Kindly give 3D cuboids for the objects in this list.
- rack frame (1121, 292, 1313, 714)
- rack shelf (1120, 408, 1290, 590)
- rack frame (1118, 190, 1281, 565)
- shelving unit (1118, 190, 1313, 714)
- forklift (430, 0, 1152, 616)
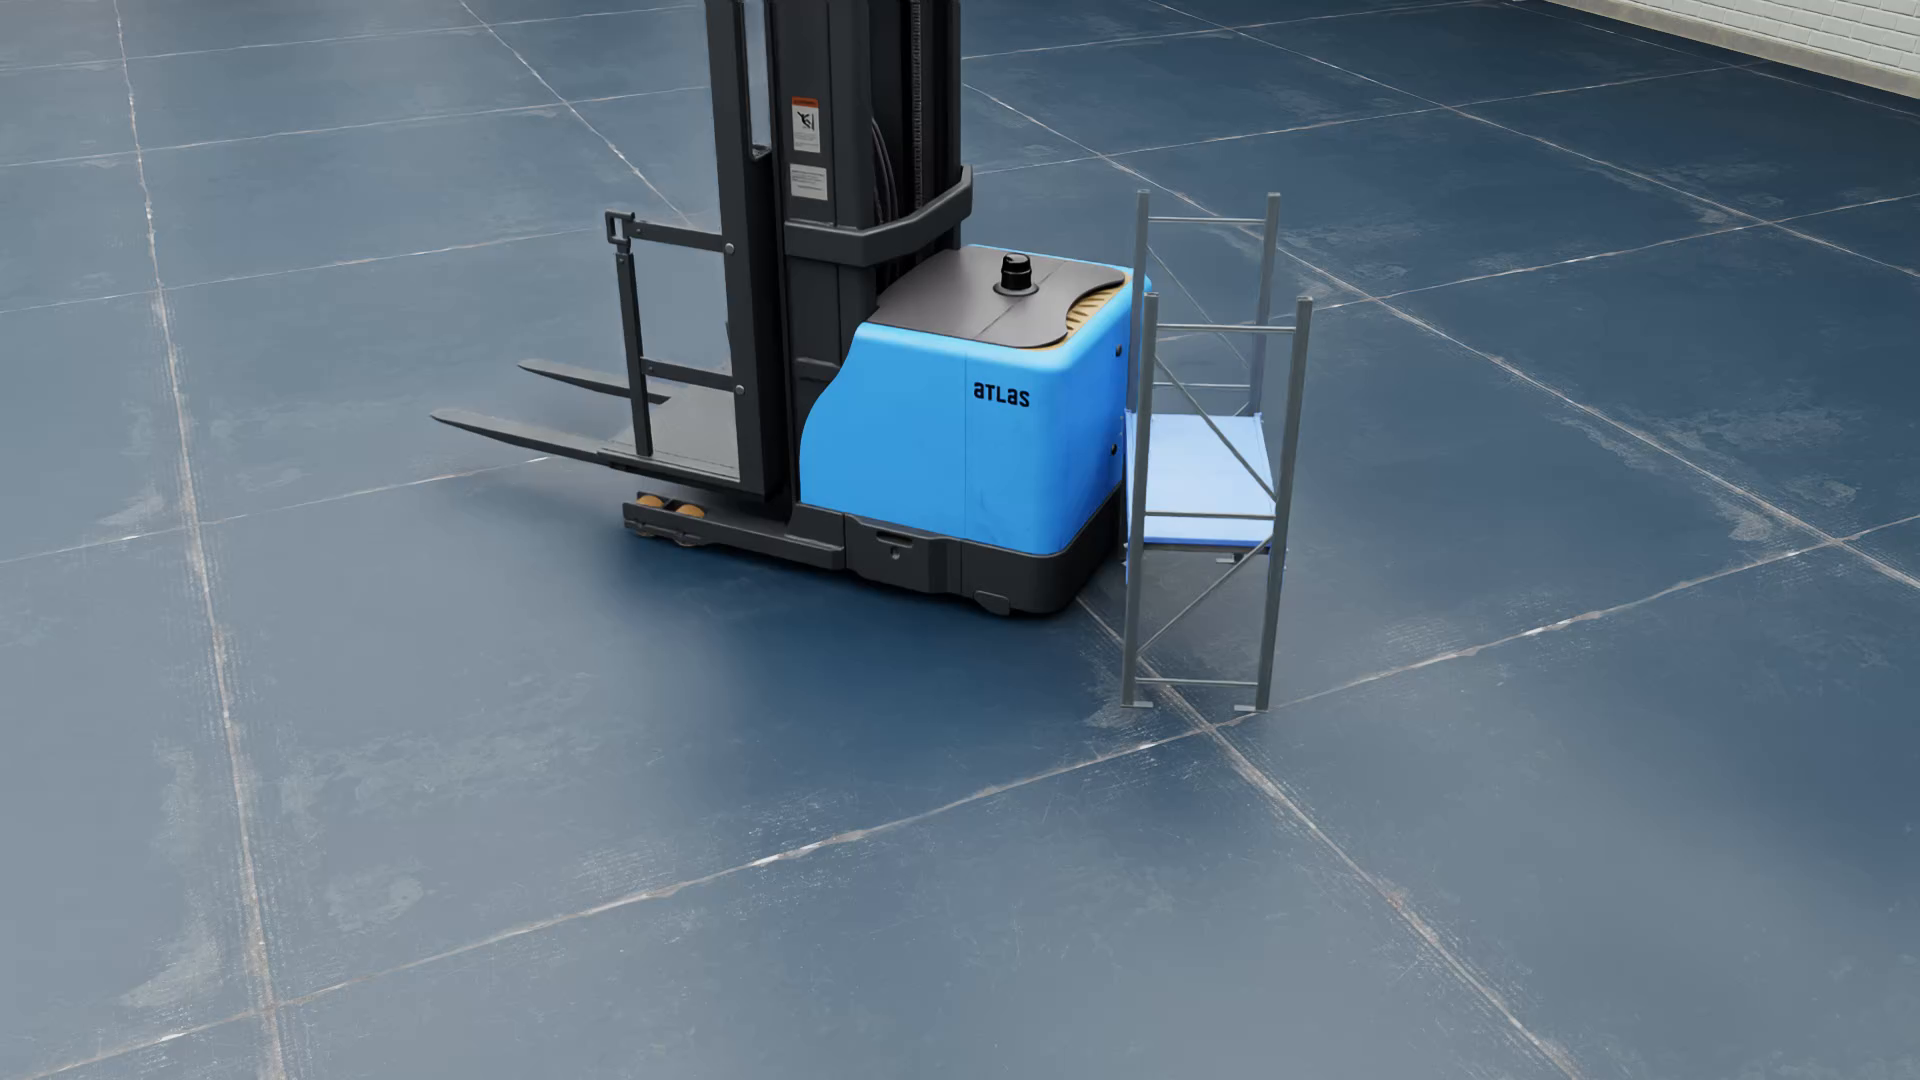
[{"bbox_3d":[0.804,-0.076,5.353,0.500,1.500,0.032,2,29,4],"label":"rack frame"},{"bbox_3d":[0.841,-0.167,5.883,0.538,0.185,1.000,2,29,4],"label":"rack shelf"},{"bbox_3d":[0.878,-0.572,6.237,0.500,1.500,0.032,2,29,4],"label":"rack frame"},{"bbox_3d":[0.841,-0.324,5.795,0.538,1.500,1.048,2,29,4],"label":"shelving unit"},{"bbox_3d":[-0.807,-1.470,6.375,3.031,2.935,1.130,13,32,21],"label":"forklift"}]
